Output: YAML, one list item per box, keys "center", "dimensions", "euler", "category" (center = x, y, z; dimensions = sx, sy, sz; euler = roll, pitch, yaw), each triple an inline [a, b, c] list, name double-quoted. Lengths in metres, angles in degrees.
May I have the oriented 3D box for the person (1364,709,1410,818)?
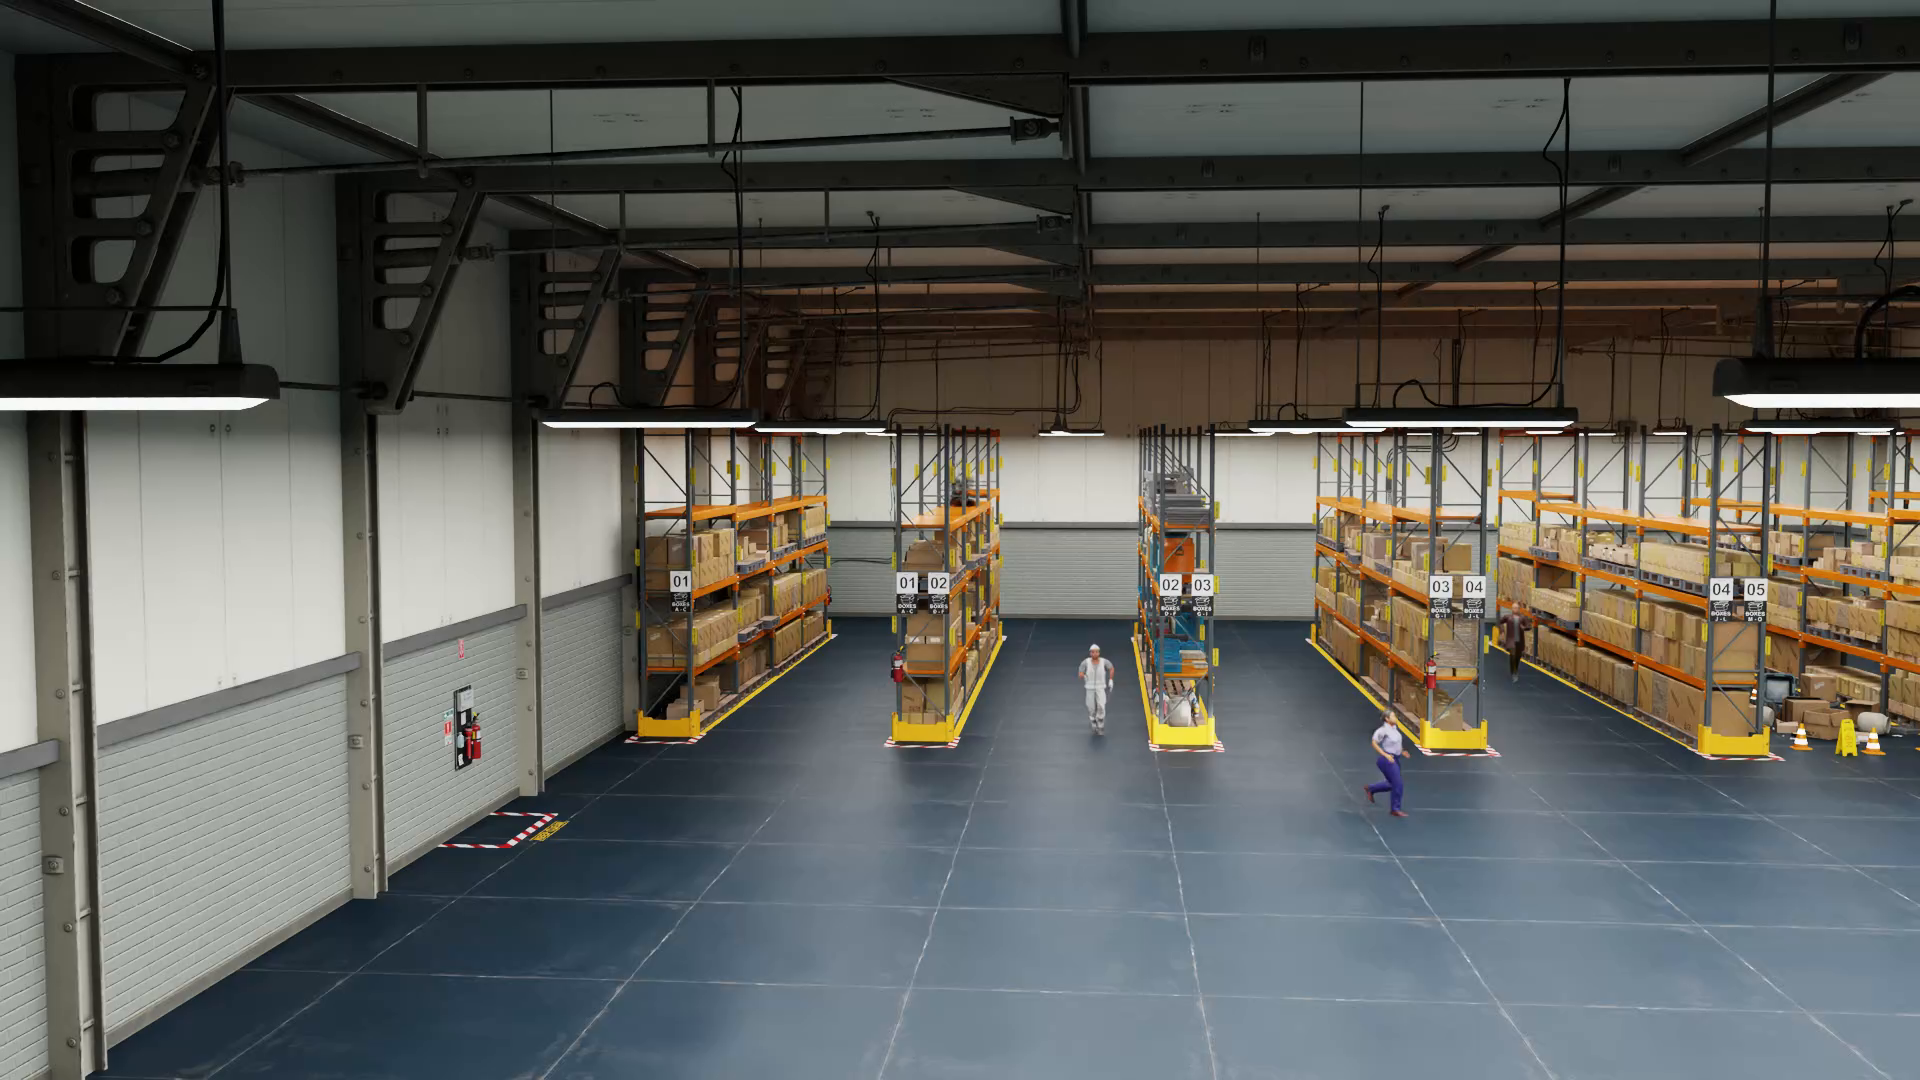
- center: [6.487, 3.394, 25.328]
  dimensions: [0.745, 1.620, 0.607]
  euler: [2, 4, 33]
  category: "person"

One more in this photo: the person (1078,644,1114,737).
- center: [2.621, 2.892, 32.075]
  dimensions: [0.675, 1.777, 0.802]
  euler: [0, 4, 8]
  category: "person"

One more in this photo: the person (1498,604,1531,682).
- center: [13.181, 2.408, 39.473]
  dimensions: [0.689, 1.801, 1.007]
  euler: [0, 3, 3]
  category: "person"
